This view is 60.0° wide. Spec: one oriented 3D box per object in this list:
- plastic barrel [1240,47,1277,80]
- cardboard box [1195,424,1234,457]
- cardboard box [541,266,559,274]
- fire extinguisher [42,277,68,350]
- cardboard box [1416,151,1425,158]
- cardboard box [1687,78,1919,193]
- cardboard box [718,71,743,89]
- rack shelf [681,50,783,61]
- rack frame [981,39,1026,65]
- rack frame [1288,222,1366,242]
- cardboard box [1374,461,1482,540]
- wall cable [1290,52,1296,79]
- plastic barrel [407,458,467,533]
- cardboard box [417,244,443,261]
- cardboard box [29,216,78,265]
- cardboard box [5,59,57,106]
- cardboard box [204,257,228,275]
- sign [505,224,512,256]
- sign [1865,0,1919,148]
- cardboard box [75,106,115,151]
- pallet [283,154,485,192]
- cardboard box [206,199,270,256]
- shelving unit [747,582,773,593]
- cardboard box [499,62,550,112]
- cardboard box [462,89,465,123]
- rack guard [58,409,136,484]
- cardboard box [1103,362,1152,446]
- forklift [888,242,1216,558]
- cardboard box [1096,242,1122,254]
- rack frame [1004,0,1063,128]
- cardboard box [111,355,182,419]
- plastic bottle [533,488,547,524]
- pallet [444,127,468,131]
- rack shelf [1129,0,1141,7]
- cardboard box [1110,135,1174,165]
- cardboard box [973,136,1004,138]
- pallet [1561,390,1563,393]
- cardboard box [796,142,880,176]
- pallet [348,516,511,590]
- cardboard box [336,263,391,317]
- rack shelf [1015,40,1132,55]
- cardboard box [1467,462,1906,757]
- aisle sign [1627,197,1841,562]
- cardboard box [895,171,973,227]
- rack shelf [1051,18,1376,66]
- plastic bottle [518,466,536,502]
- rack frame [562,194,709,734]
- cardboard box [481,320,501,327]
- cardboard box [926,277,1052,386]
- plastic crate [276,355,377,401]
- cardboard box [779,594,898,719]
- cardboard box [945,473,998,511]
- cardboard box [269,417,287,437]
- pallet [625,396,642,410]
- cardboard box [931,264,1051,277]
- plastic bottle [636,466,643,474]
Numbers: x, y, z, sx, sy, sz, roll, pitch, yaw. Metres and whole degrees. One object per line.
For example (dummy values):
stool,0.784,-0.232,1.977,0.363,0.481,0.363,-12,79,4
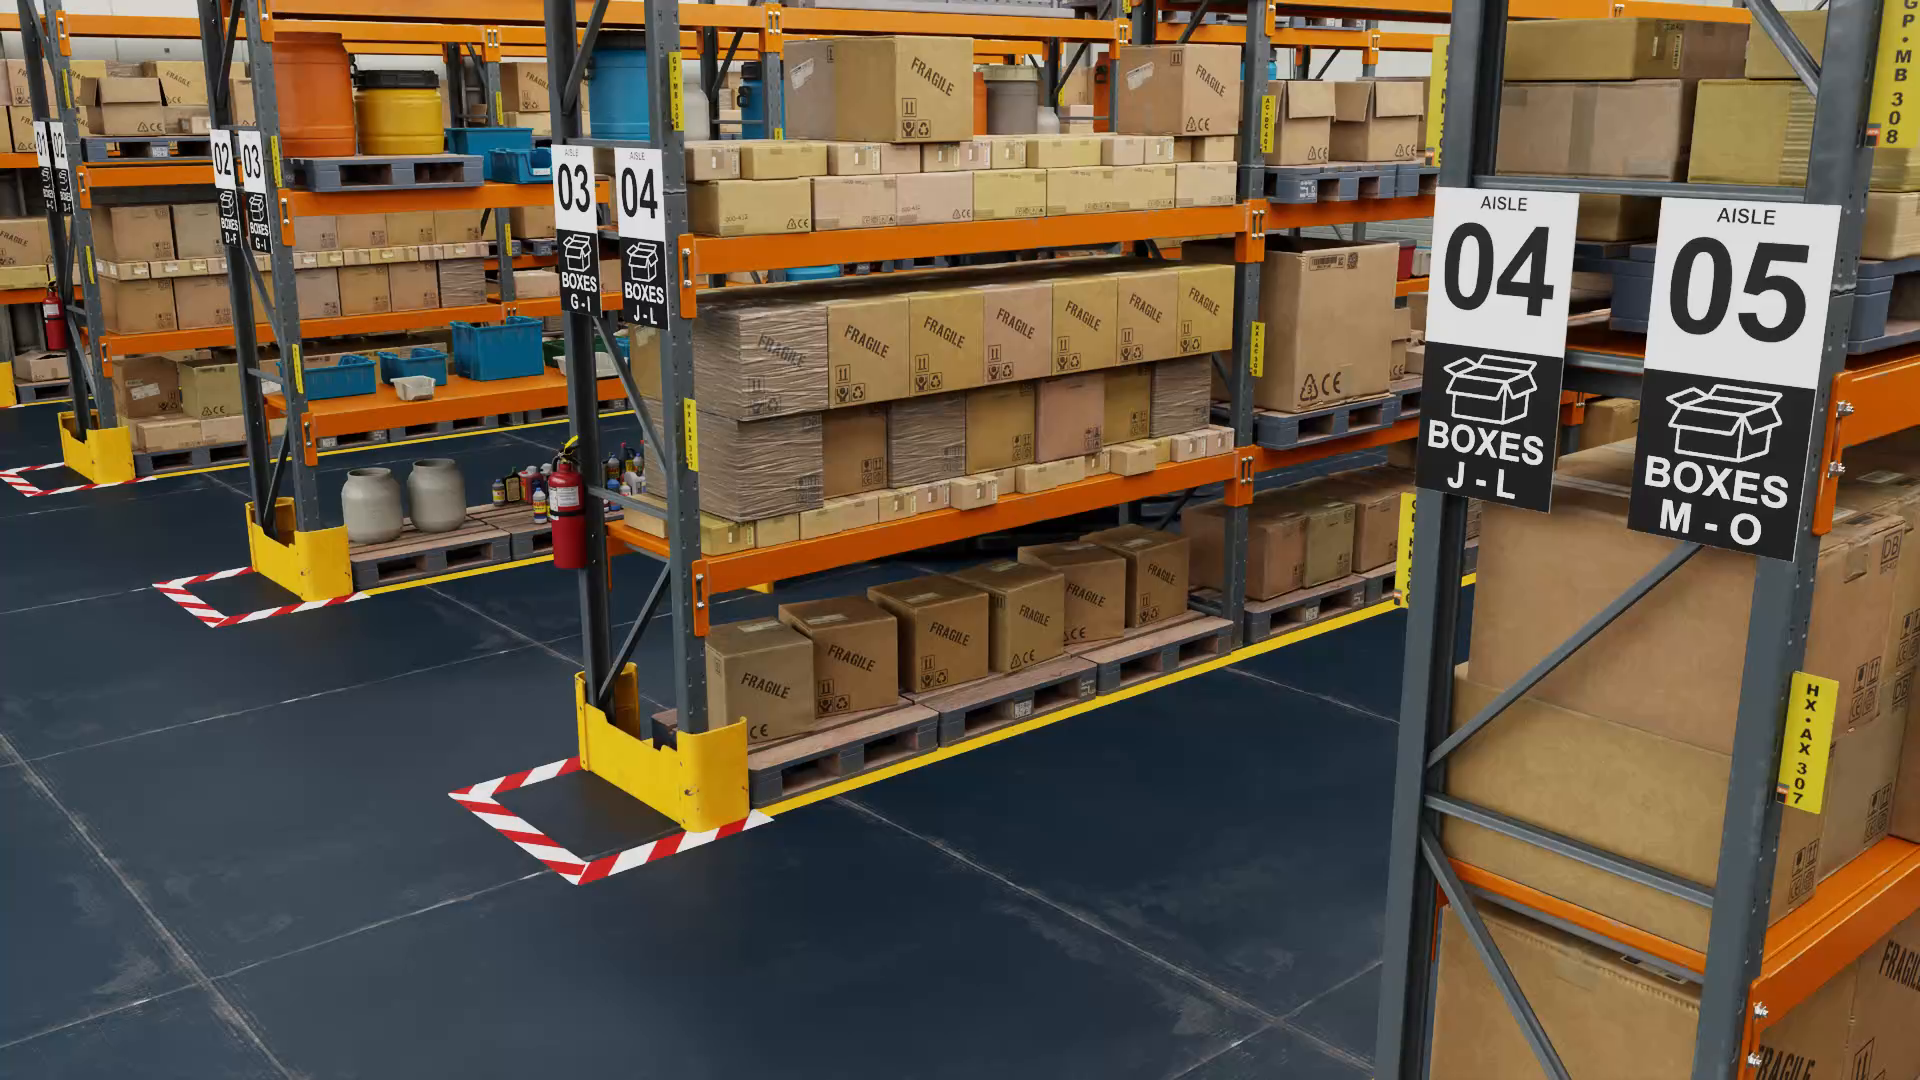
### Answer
plastic barrel,3.035,-4.738,17.579,0.708,0.901,0.600,-13,19,-39
cardboard box,1.469,-0.629,10.277,0.250,0.149,0.380,-13,19,-39
cardboard box,-4.519,-2.893,18.527,0.258,0.266,0.396,-13,20,-41
fire extinguisher,-8.473,-2.128,15.555,0.183,0.674,0.296,-13,19,-39
cardboard box,3.512,-2.598,11.643,0.500,0.250,0.500,-12,19,-38
cardboard box,2.133,-0.987,4.025,0.500,0.250,0.500,-13,20,-39
cardboard box,-3.438,-6.944,25.123,0.500,0.250,0.500,-13,20,-41
rack shelf,-3.790,-7.111,24.601,4.000,0.370,1.077,-13,19,-39
rack frame,0.736,-8.668,28.262,0.127,3.000,1.000,-13,19,-39
rack frame,4.222,-3.163,19.279,0.127,3.000,1.000,-13,19,-39
cardboard box,3.554,-0.312,12.598,0.700,0.500,0.500,14,20,42
wall cable,5.238,-8.056,31.989,0.112,2.526,3.097,-13,19,-39
plastic barrel,-4.006,-0.342,12.726,0.421,0.512,0.421,0,15,0
cardboard box,-5.510,-2.960,17.069,0.250,0.149,0.380,-13,20,-41
cardboard box,-10.397,-3.463,19.199,0.500,0.500,0.500,-13,19,-39
cardboard box,-10.472,-5.142,18.706,0.500,0.500,0.500,-13,20,-40
cardboard box,-7.063,-2.611,15.761,0.250,0.149,0.380,-13,20,-40
sign,-4.696,-3.121,17.292,0.005,0.325,0.100,-13,19,-39
sign,1.961,-0.984,3.461,0.005,0.325,0.100,-13,19,-39
cardboard box,-10.100,-4.747,19.163,0.500,0.500,0.500,-12,19,-37
pallet,-4.142,-2.609,11.759,1.213,0.211,1.003,-13,19,-39
cardboard box,-6.906,-3.031,16.079,0.500,0.500,0.700,-13,19,-39
shelving unit,-1.299,-0.505,12.232,0.587,1.500,1.083,11,18,34
cardboard box,-4.570,-4.811,17.662,0.500,0.500,0.500,-12,19,-39
cardboard box,-6.921,-5.723,22.042,0.500,0.500,0.500,-14,20,-41
rack guard,-8.097,-0.883,15.588,0.348,0.500,1.175,-13,19,-39
cardboard box,0.658,-0.894,10.013,0.500,0.500,0.875,-13,19,-39
forklift,0.677,-1.439,12.956,3.031,2.935,1.130,-3,15,-10
cardboard box,1.921,-4.297,23.330,0.500,0.500,0.500,-12,19,-38
rack frame,0.974,-7.026,22.117,0.127,3.000,1.000,-13,19,-39
cardboard box,-7.870,-1.481,16.042,0.500,0.500,0.500,-13,19,-39
plastic bottle,-3.258,-0.271,12.887,0.097,0.271,0.097,0,15,0
pallet,-7.000,-5.355,22.037,1.003,0.211,1.213,-13,19,-39
rack shelf,-0.070,-3.054,8.646,4.000,0.370,1.077,-13,19,-39
cardboard box,0.989,-2.215,9.435,0.250,0.149,0.380,-14,20,-42
cardboard box,0.032,-2.190,9.340,0.250,0.149,0.380,-13,20,-40
pallet,3.988,-1.287,12.628,1.003,0.211,1.213,-13,19,-39
cardboard box,-0.598,-1.861,8.110,0.250,0.149,0.380,-12,19,-37
pallet,-4.187,0.058,12.622,1.213,0.211,1.003,-13,19,-39
cardboard box,-6.167,-2.570,16.864,0.500,0.500,0.700,-12,19,-39
rack shelf,2.482,-7.016,23.479,4.000,0.370,1.077,-13,19,-39
cardboard box,1.906,0.167,4.428,0.550,0.550,0.875,-13,19,-39
aisle sign,1.744,-0.369,3.781,0.004,0.787,0.394,-13,19,-39
cardboard box,-0.284,-1.746,8.451,0.500,0.250,0.500,-13,20,-40
rack shelf,2.714,-5.182,17.381,4.000,0.370,1.077,-13,19,-39
plastic bottle,-3.524,-0.461,13.587,0.135,0.276,0.152,-12,19,-39
rack frame,-1.579,-0.166,8.059,0.127,3.000,1.000,-13,19,-39
cardboard box,-6.629,-3.133,23.156,0.500,0.500,0.700,-13,20,-40
cardboard box,0.146,-1.135,8.980,0.500,0.500,0.500,-13,19,-39
plastic crate,-4.649,-1.201,12.223,0.616,0.251,0.499,-13,19,-39
cardboard box,-0.668,0.628,9.115,0.500,0.500,0.500,-7,17,-25
cardboard box,-0.012,-0.282,8.979,0.250,0.149,0.380,-13,19,-39
cardboard box,-6.776,-1.187,16.396,0.500,0.250,0.500,-13,19,-39
pallet,-3.611,-1.766,19.451,1.213,0.211,1.003,-13,19,-39
cardboard box,0.178,-1.322,9.680,0.500,0.500,0.500,-13,19,-39
plastic bottle,-2.584,-0.471,13.613,0.133,0.283,0.061,-13,19,-39
